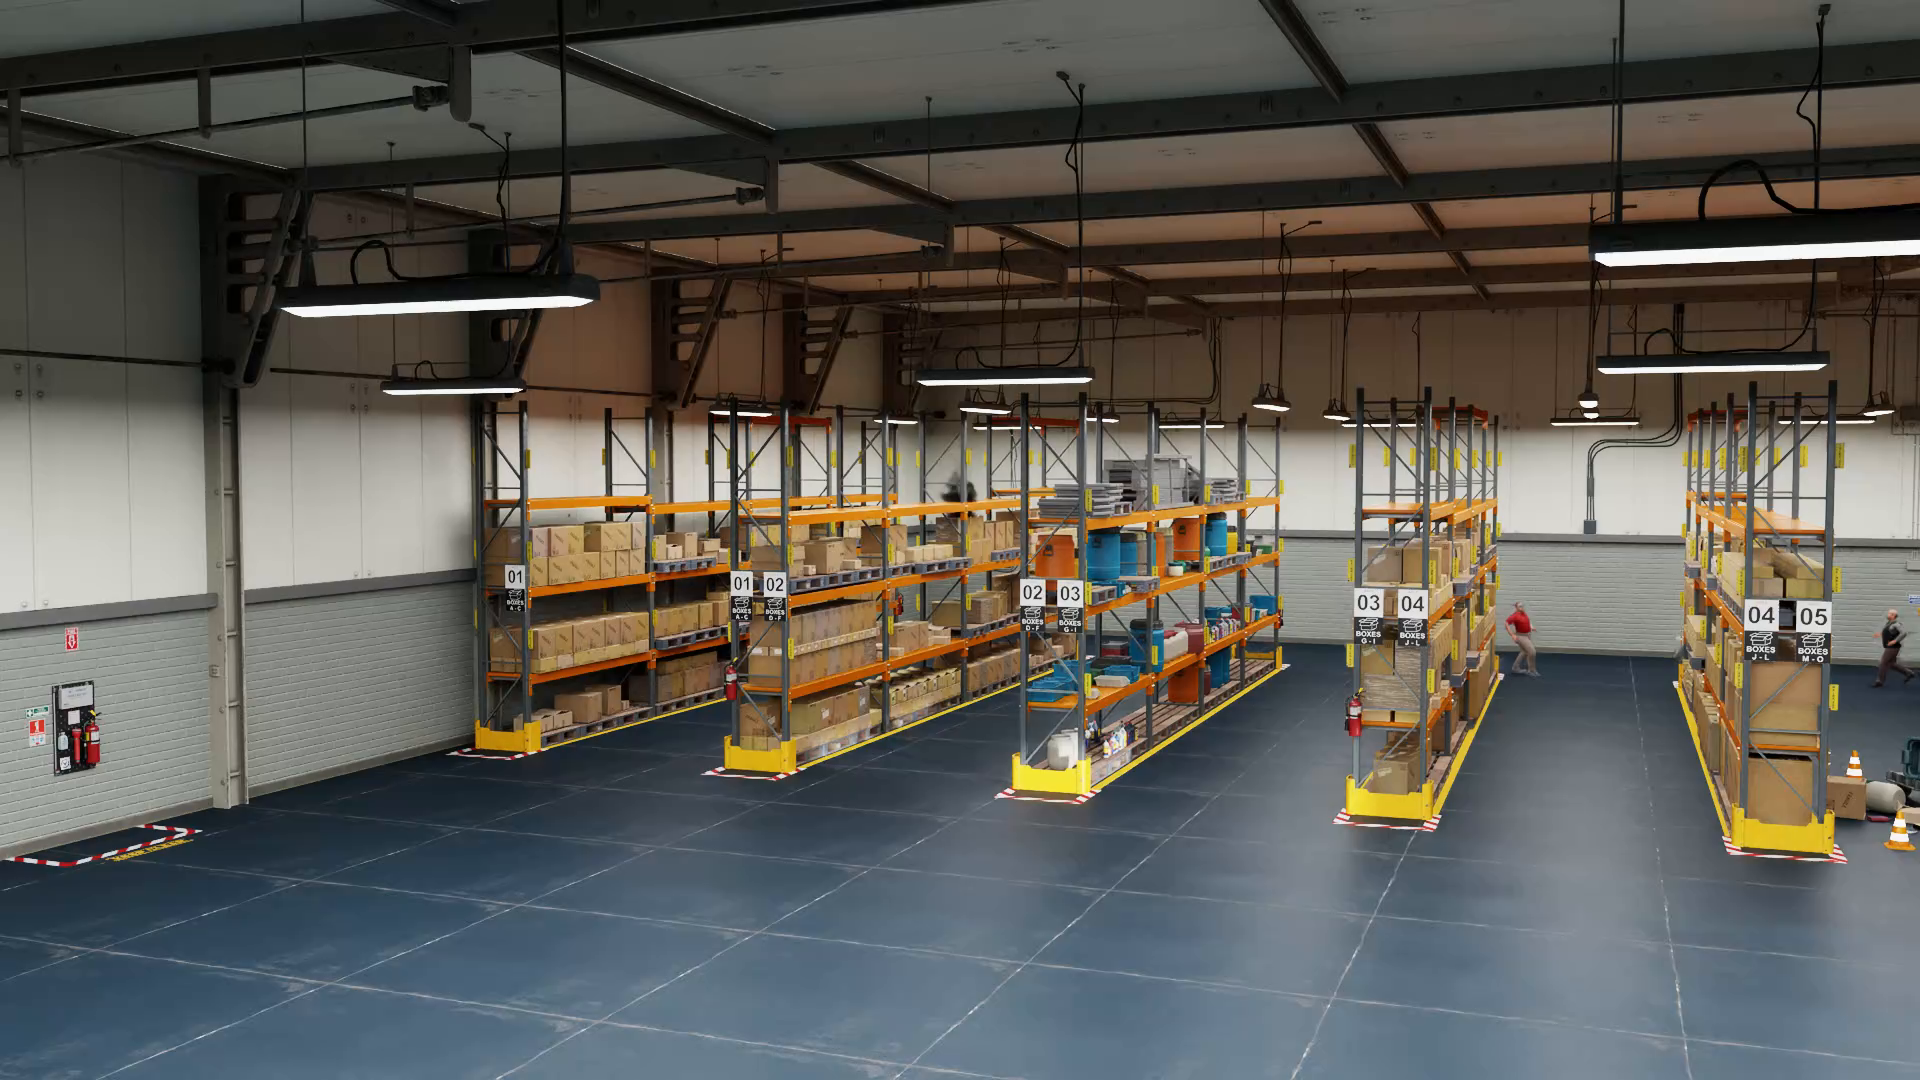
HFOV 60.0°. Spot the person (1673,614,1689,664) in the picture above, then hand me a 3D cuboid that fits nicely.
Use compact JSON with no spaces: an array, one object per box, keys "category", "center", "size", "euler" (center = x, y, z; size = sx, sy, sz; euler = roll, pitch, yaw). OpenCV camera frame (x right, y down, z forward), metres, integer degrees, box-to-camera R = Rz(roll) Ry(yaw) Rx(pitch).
[{"category":"person","center":[16.467,2.356,37.591],"size":[0.563,1.604,0.676],"euler":[1,3,12]}]

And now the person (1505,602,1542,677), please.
[{"category":"person","center":[13.060,2.308,38.459],"size":[0.760,1.740,0.684],"euler":[2,4,41]}]

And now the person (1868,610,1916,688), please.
[{"category":"person","center":[20.365,2.384,36.288],"size":[0.937,1.734,0.667],"euler":[1,3,21]}]
